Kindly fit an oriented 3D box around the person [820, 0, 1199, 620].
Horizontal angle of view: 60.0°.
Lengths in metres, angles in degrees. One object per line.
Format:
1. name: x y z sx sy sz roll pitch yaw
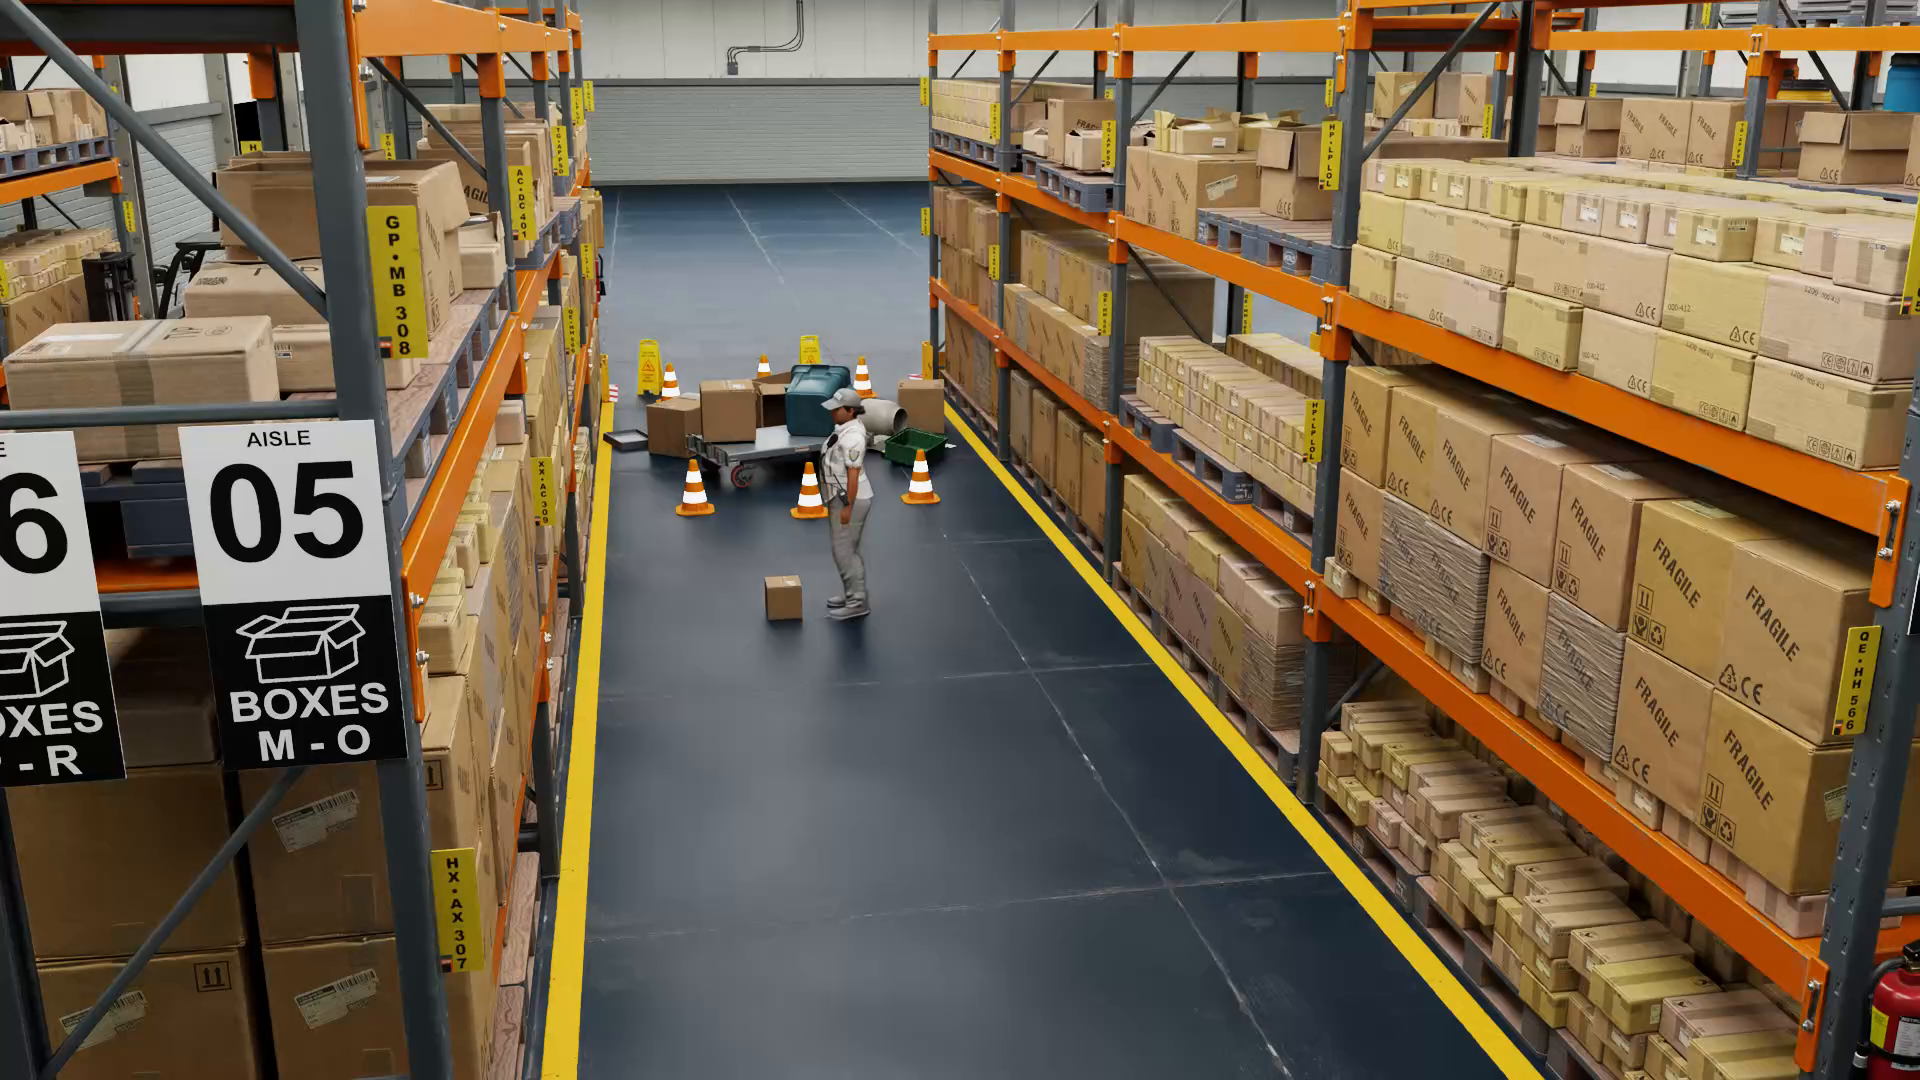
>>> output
1. person: 3.242 -8.392 31.751 15.528 6.004 41.037 -3 17 -9
